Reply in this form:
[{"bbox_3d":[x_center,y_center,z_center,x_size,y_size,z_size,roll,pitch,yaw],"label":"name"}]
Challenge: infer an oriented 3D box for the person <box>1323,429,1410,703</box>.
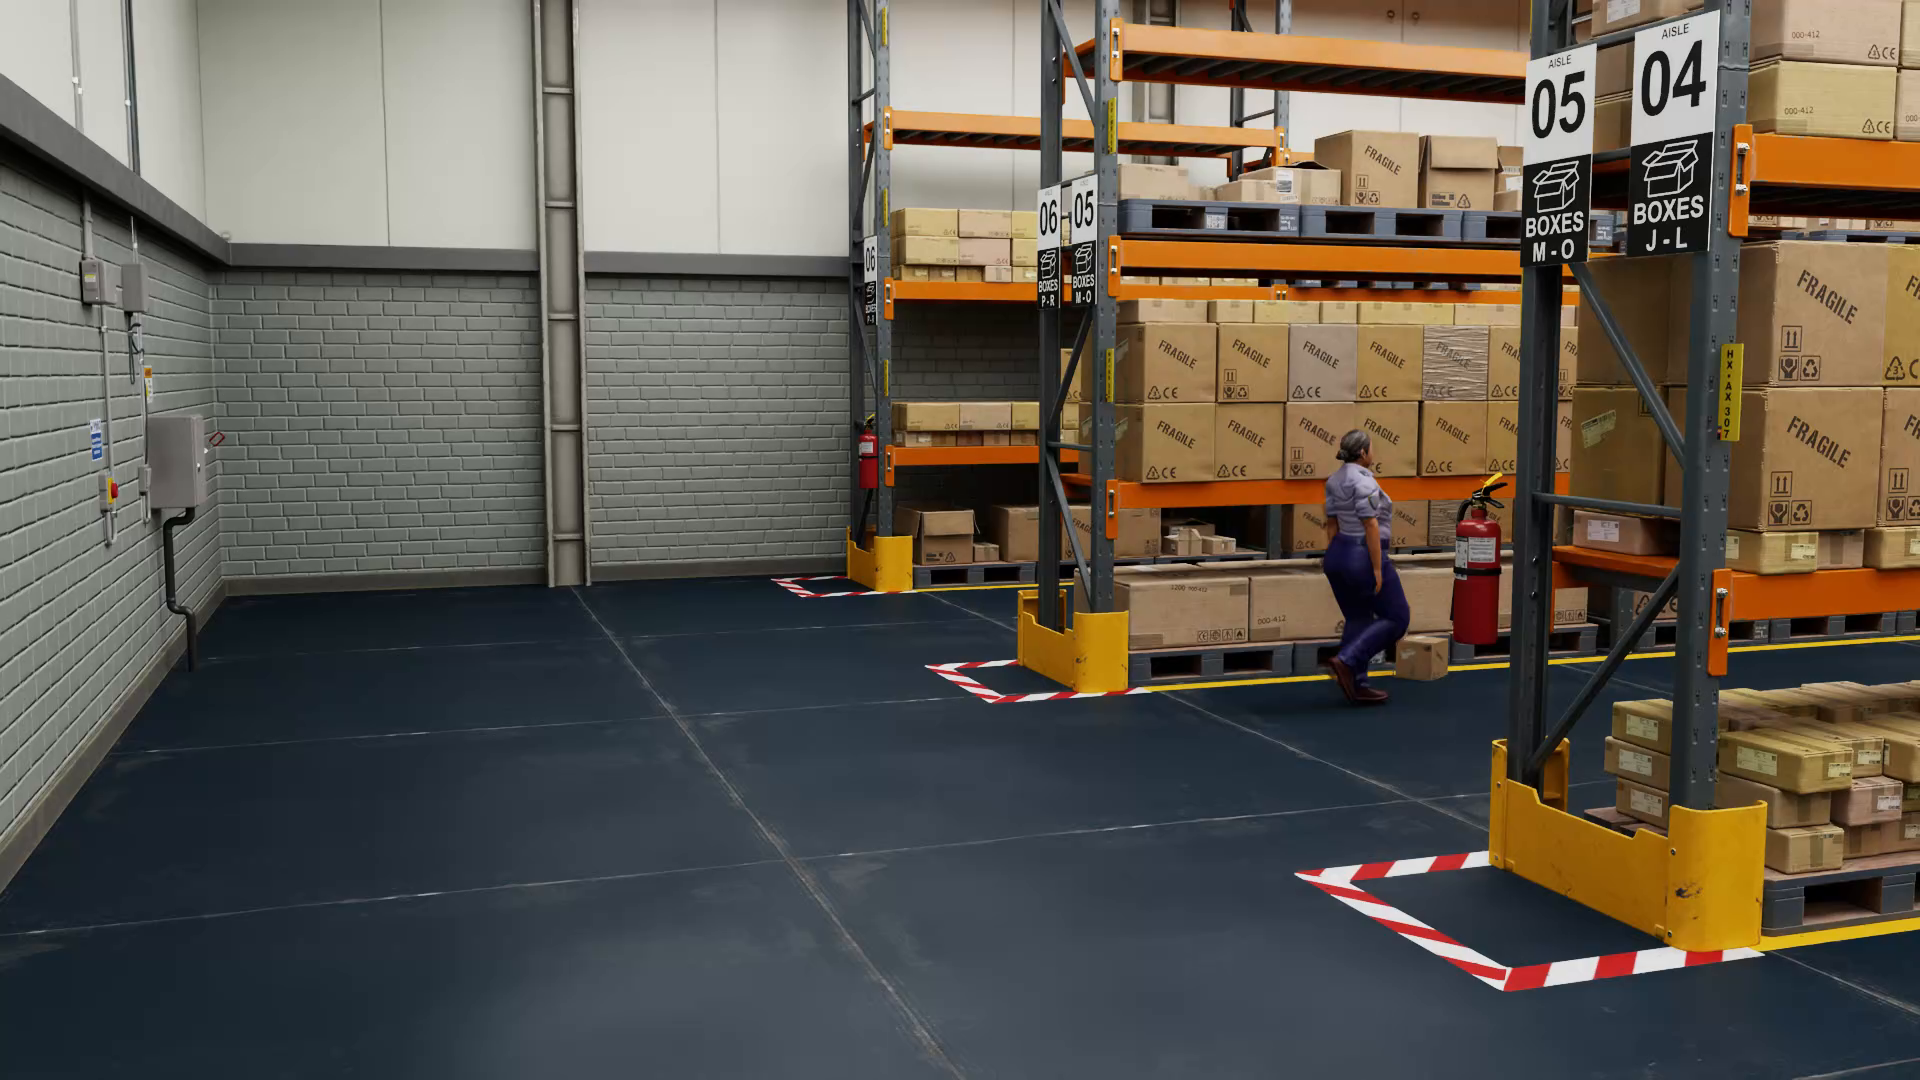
[{"bbox_3d":[2.373,0.158,9.929,0.483,1.640,0.521,-2,6,-21],"label":"person"}]
